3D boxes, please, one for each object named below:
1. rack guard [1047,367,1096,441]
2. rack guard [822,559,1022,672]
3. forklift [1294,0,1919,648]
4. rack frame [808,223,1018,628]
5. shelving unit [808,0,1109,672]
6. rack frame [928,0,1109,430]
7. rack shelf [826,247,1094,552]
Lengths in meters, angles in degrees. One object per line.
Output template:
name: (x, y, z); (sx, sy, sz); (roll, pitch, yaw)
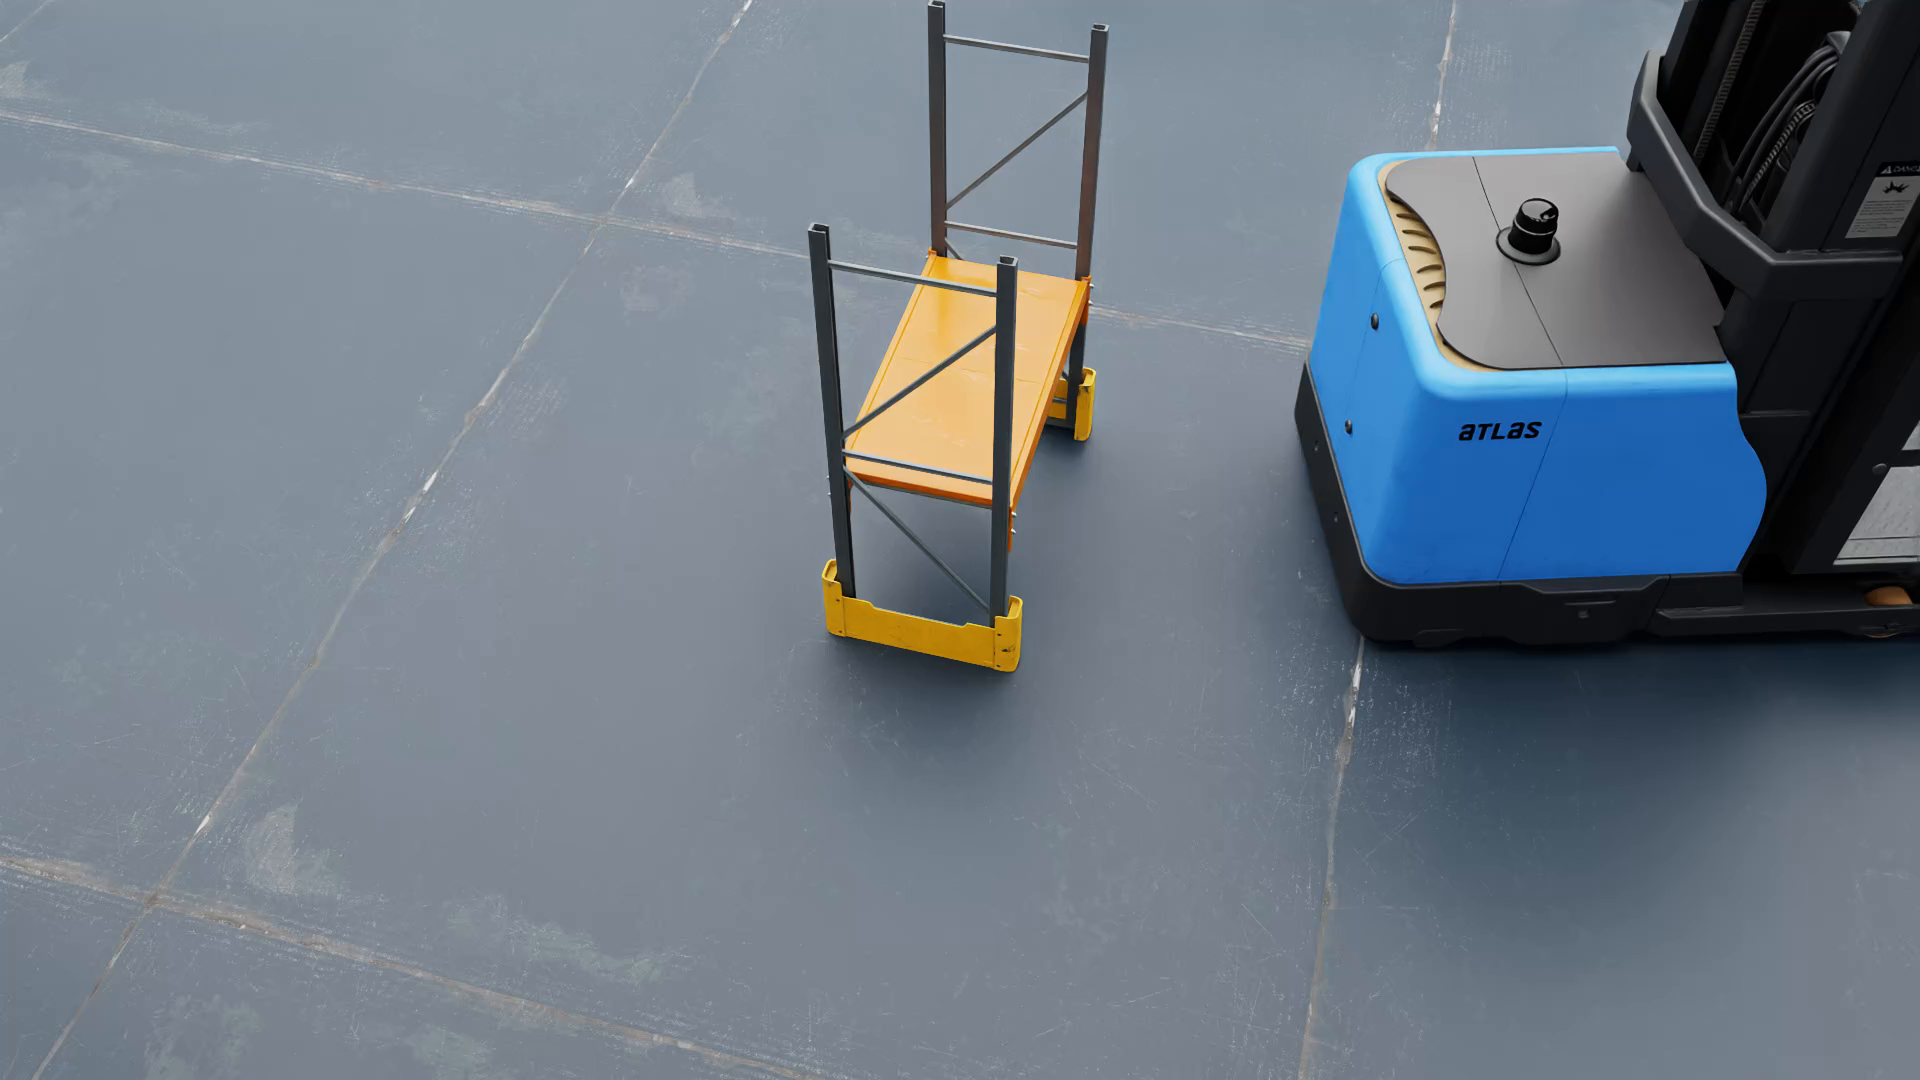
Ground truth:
rack guard: (0.151, -0.498, 5.523); (0.587, 0.250, 0.087); (12, 50, 10)
rack guard: (-0.111, 0.222, 4.887); (0.587, 0.250, 0.087); (12, 50, 10)
forklift: (2.643, -1.075, 4.243); (3.031, 2.935, 1.130); (-2, 49, -2)
rack frame: (-0.111, -0.190, 4.418); (0.500, 1.500, 0.032); (12, 50, 10)
shelving unit: (0.020, -0.551, 4.736); (0.587, 1.500, 1.083); (12, 50, 10)
rack frame: (0.156, -0.926, 5.067); (0.500, 1.500, 0.032); (12, 50, 10)
rack shelf: (0.022, -0.439, 4.877); (0.538, 0.185, 1.000); (12, 50, 10)
